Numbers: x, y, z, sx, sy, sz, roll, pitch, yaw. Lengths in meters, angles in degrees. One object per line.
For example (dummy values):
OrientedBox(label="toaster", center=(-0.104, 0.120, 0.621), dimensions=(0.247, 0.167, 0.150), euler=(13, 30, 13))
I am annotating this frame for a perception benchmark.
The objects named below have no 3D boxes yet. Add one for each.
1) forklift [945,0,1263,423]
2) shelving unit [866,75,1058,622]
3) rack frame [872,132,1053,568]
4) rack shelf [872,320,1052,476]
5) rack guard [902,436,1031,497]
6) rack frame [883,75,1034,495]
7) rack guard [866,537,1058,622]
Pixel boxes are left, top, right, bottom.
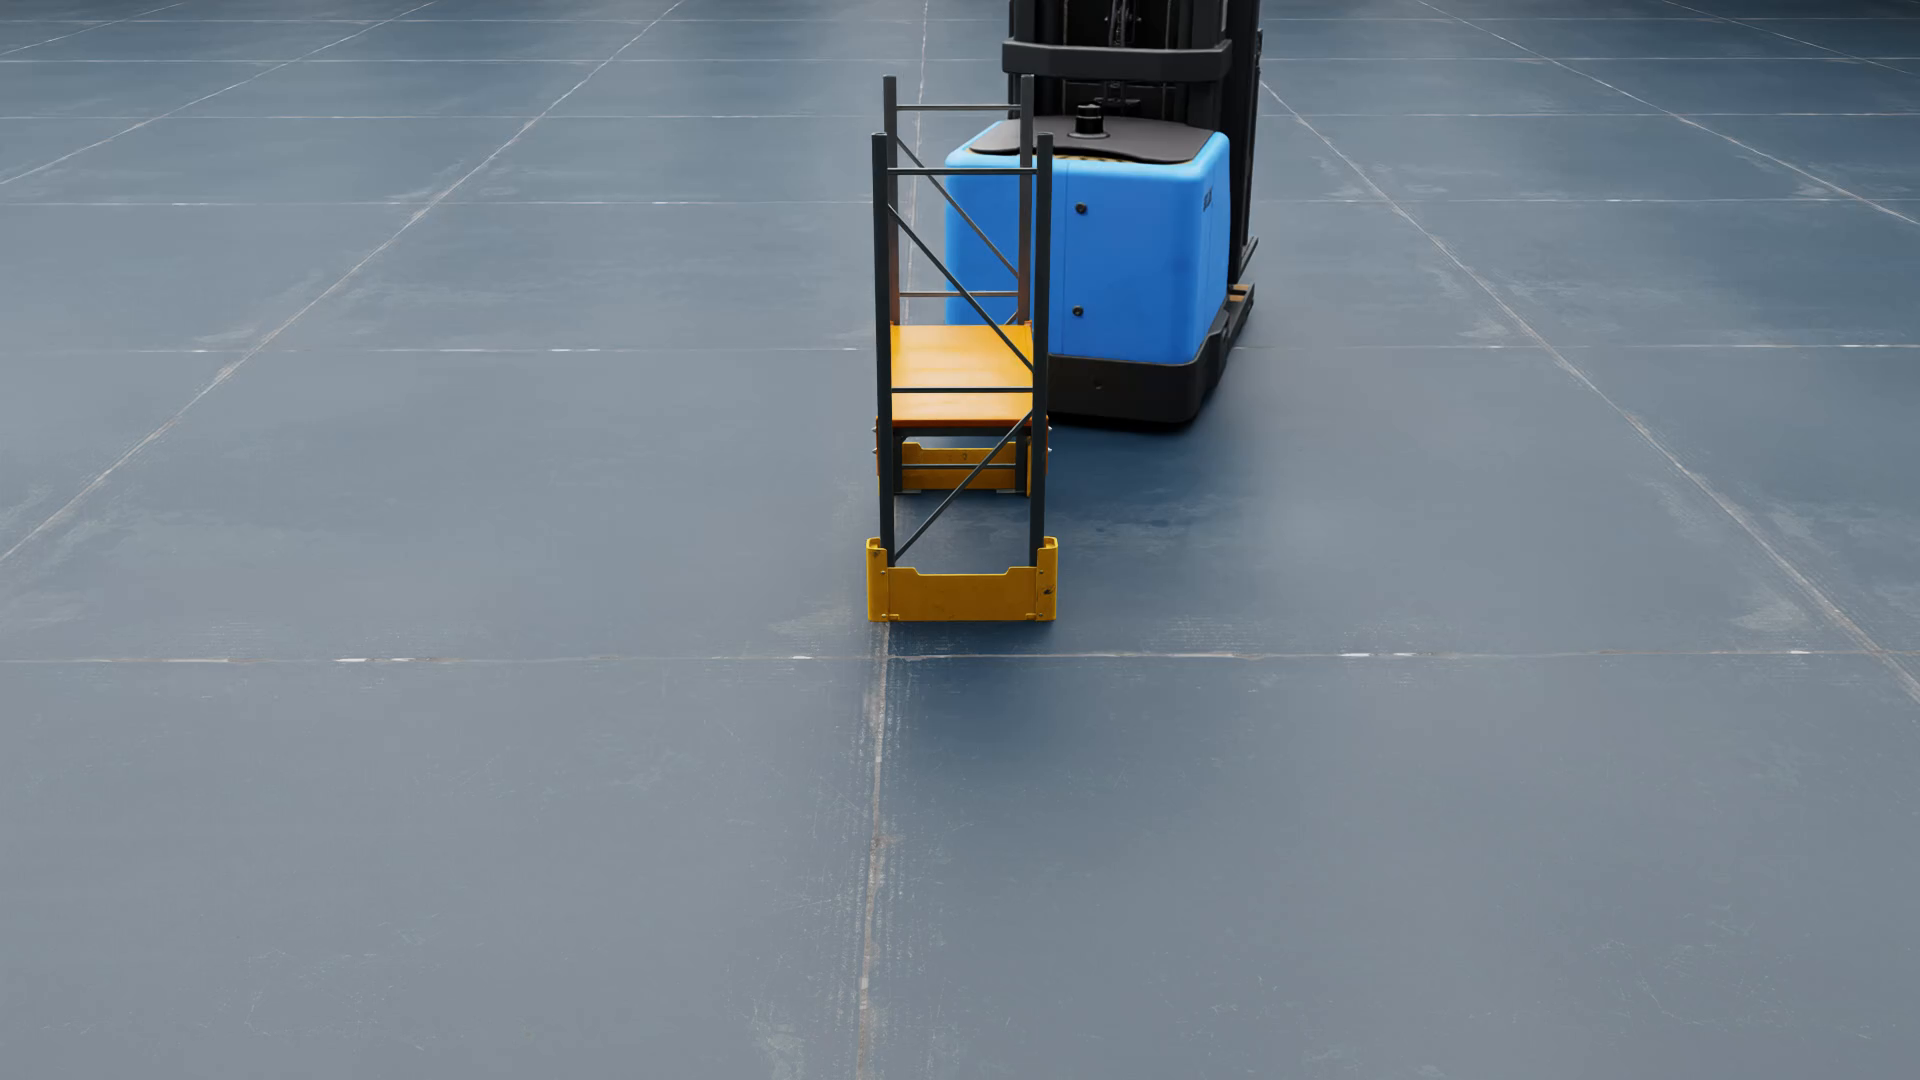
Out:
OrientedBox(label="forklift", center=(0.820, -2.384, 7.464), dimensions=(1.130, 2.935, 3.031), euler=(7, 25, 14))
OrientedBox(label="shelving unit", center=(0.001, -0.652, 5.371), dimensions=(0.587, 1.500, 1.083), euler=(0, 24, -1))
OrientedBox(label="rack frame", center=(0.006, -0.439, 4.900), dimensions=(0.500, 1.500, 0.032), euler=(0, 24, -1))
OrientedBox(label="rack shelf", center=(0.001, -0.484, 5.437), dimensions=(0.538, 0.185, 1.000), euler=(0, 24, -1))
OrientedBox(label="rack guard", center=(-0.005, -0.288, 6.083), dimensions=(0.587, 0.250, 0.087), euler=(0, 24, -1))
OrientedBox(label="rack frame", center=(-0.005, -0.858, 5.826), dimensions=(0.500, 1.500, 0.032), euler=(0, 24, -1))
OrientedBox(label="rack guard", center=(0.006, 0.123, 5.175), dimensions=(0.587, 0.250, 0.087), euler=(0, 24, -1))
